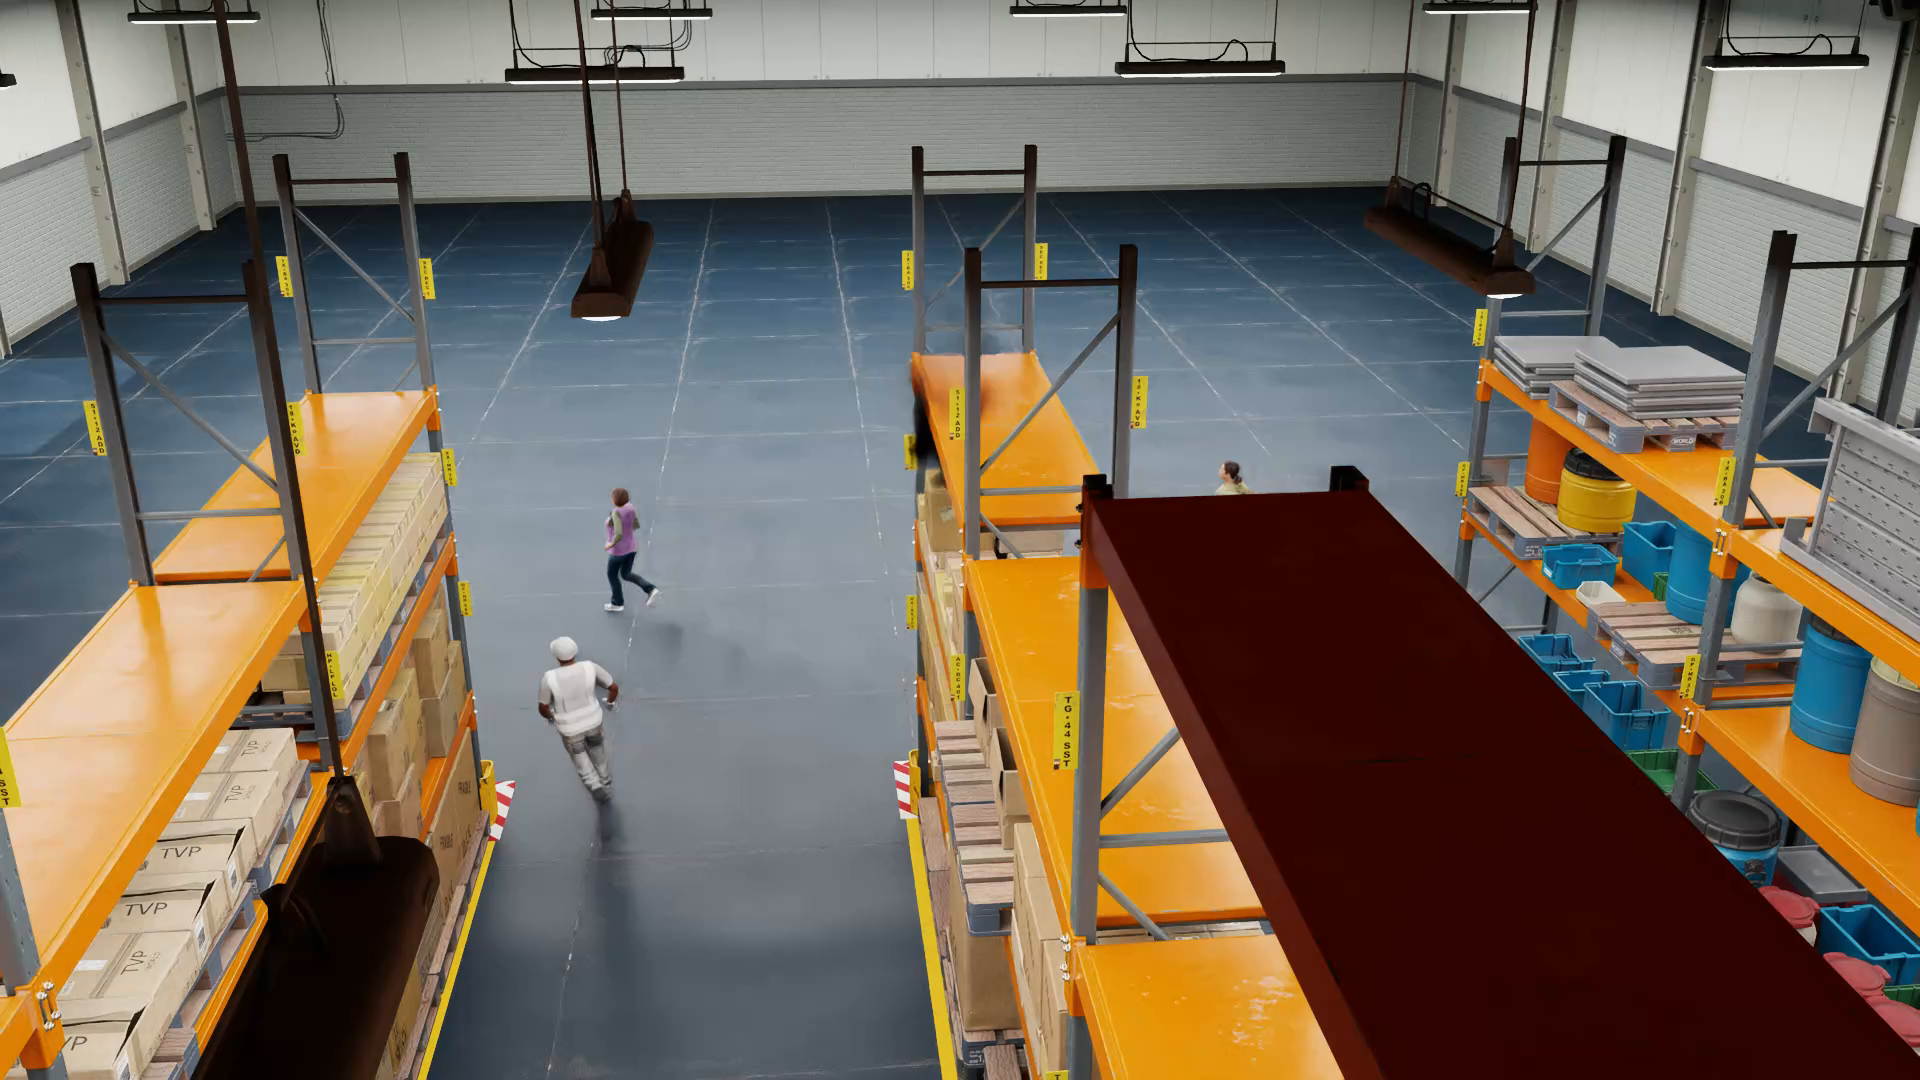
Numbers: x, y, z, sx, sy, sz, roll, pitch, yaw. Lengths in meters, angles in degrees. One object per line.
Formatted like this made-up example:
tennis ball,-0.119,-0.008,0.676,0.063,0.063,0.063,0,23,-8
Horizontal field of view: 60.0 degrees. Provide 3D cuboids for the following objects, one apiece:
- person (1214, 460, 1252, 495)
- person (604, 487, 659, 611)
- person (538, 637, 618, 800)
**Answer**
person,3.152,-0.128,19.665,0.830,1.715,0.552,5,22,13
person,-3.852,0.140,19.157,0.790,1.586,0.538,12,24,27
person,-3.452,1.680,15.114,0.728,1.741,0.606,-10,24,-23
